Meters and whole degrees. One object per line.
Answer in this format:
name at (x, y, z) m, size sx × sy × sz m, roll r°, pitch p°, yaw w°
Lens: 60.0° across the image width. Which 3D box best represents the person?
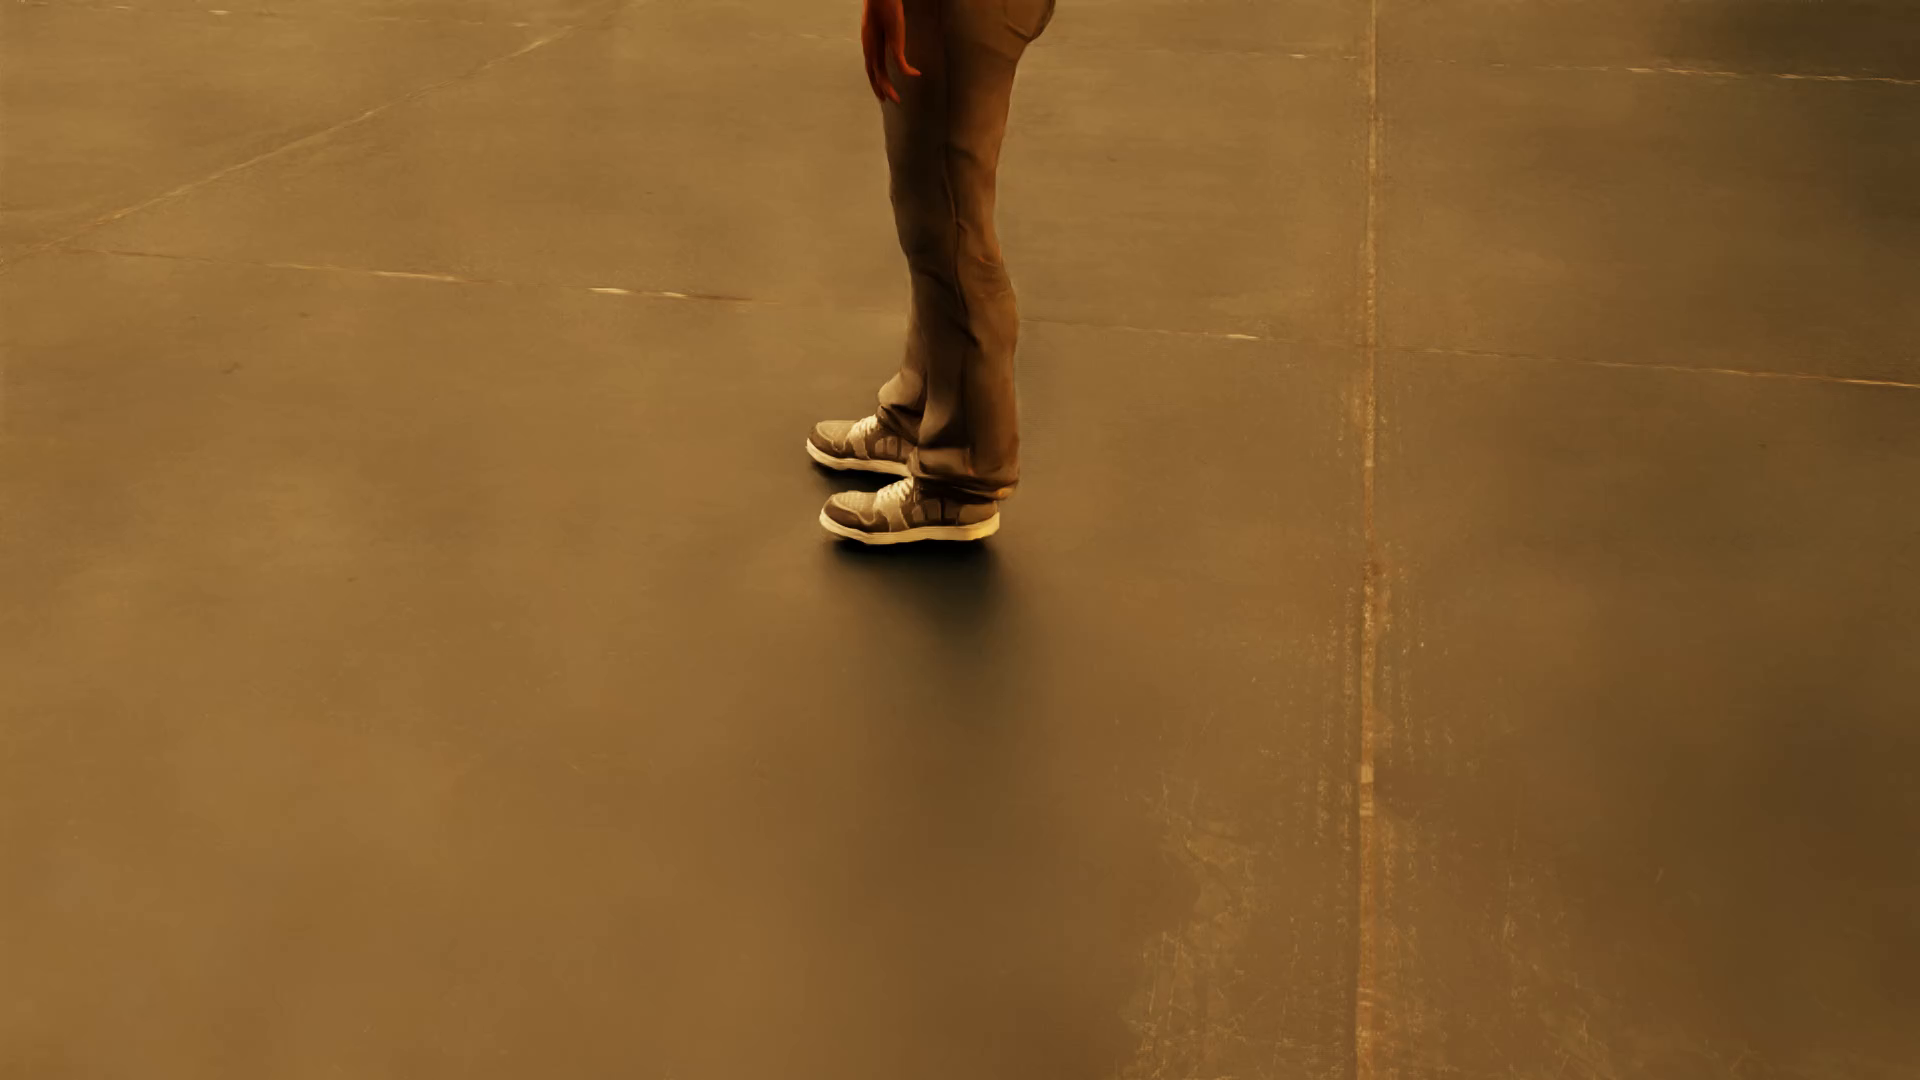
person at (-0.069, -0.733, 2.164) m, size 0.474 × 1.597 × 0.521 m, roll 6°, pitch 27°, yaw 11°
